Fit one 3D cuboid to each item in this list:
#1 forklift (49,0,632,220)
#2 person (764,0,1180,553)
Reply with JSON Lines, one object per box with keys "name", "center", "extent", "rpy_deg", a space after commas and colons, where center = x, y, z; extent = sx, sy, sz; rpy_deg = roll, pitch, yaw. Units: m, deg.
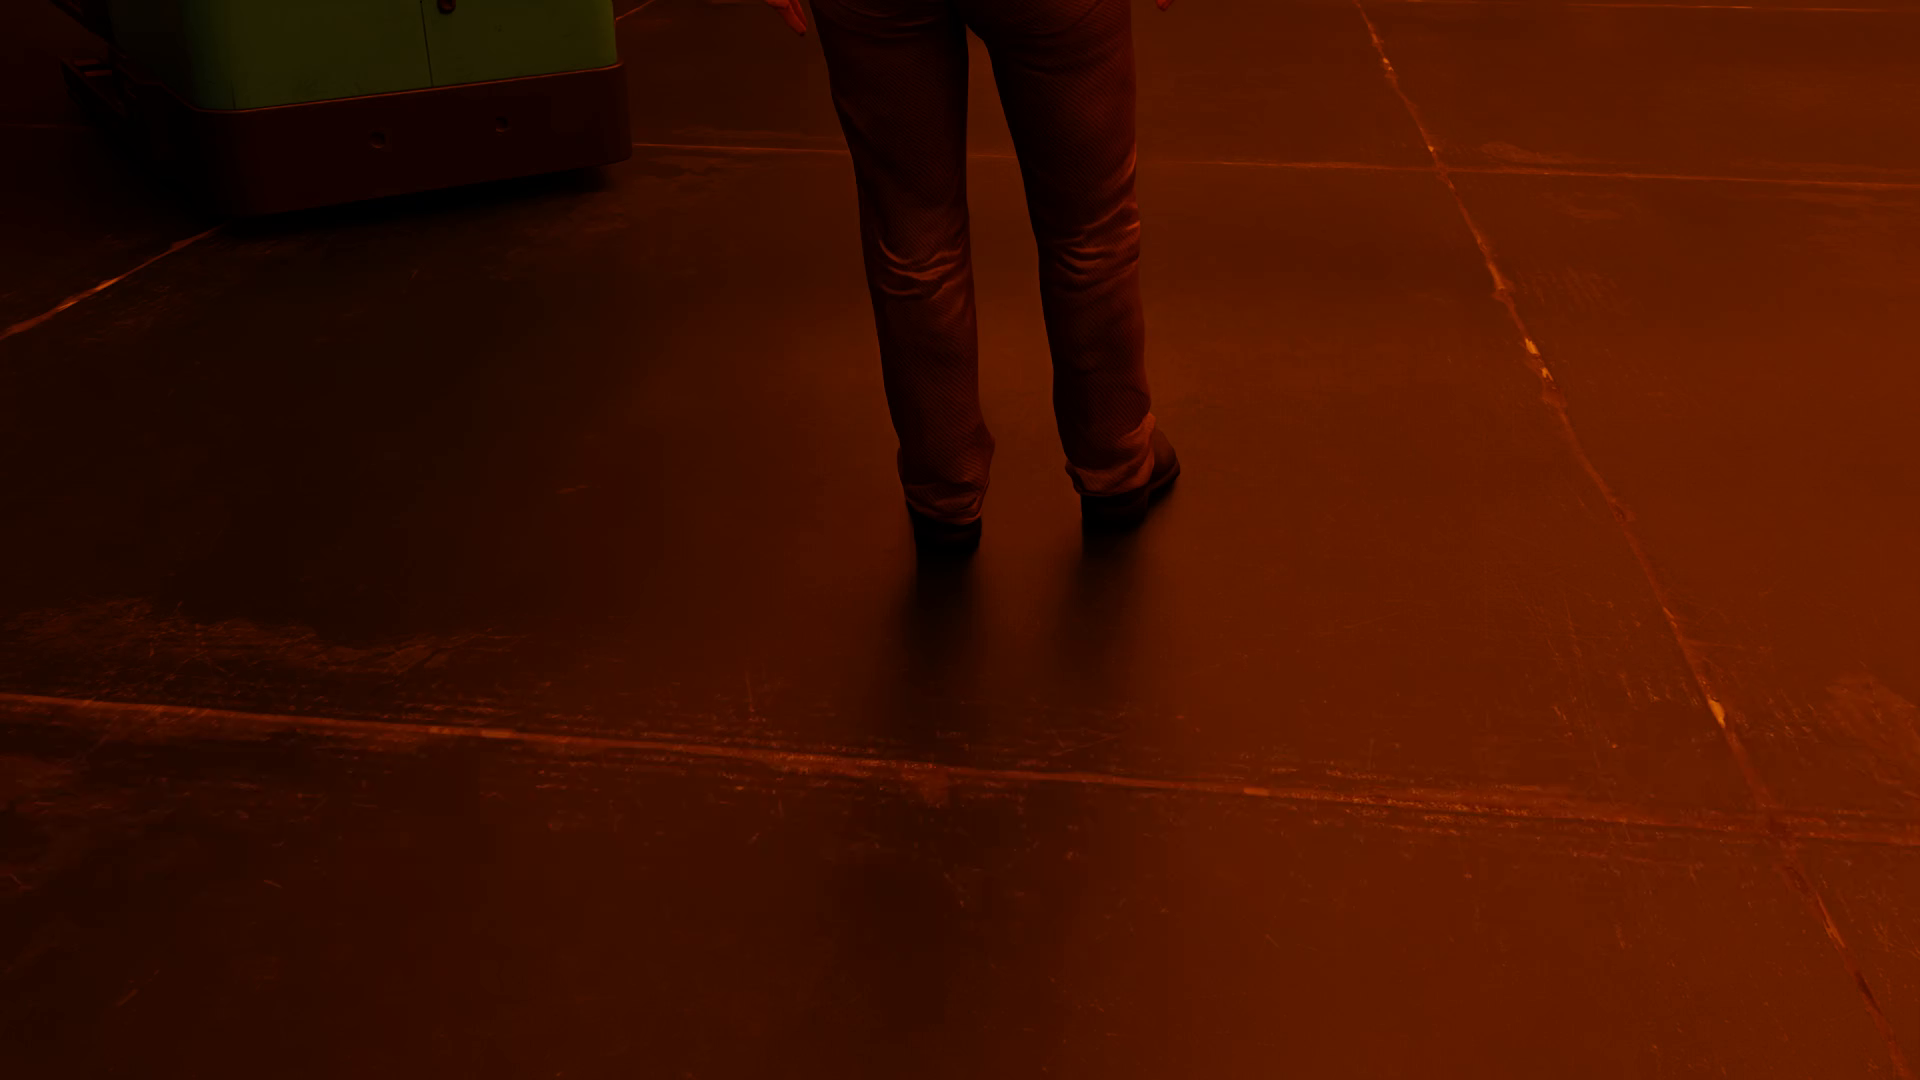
{"name": "forklift", "center": [-2.109, -2.662, 4.554], "extent": [1.130, 2.935, 3.031], "rpy_deg": [-17, 31, -31]}
{"name": "person", "center": [0.015, -0.804, 2.167], "extent": [0.634, 1.722, 0.566], "rpy_deg": [3, 27, 7]}
